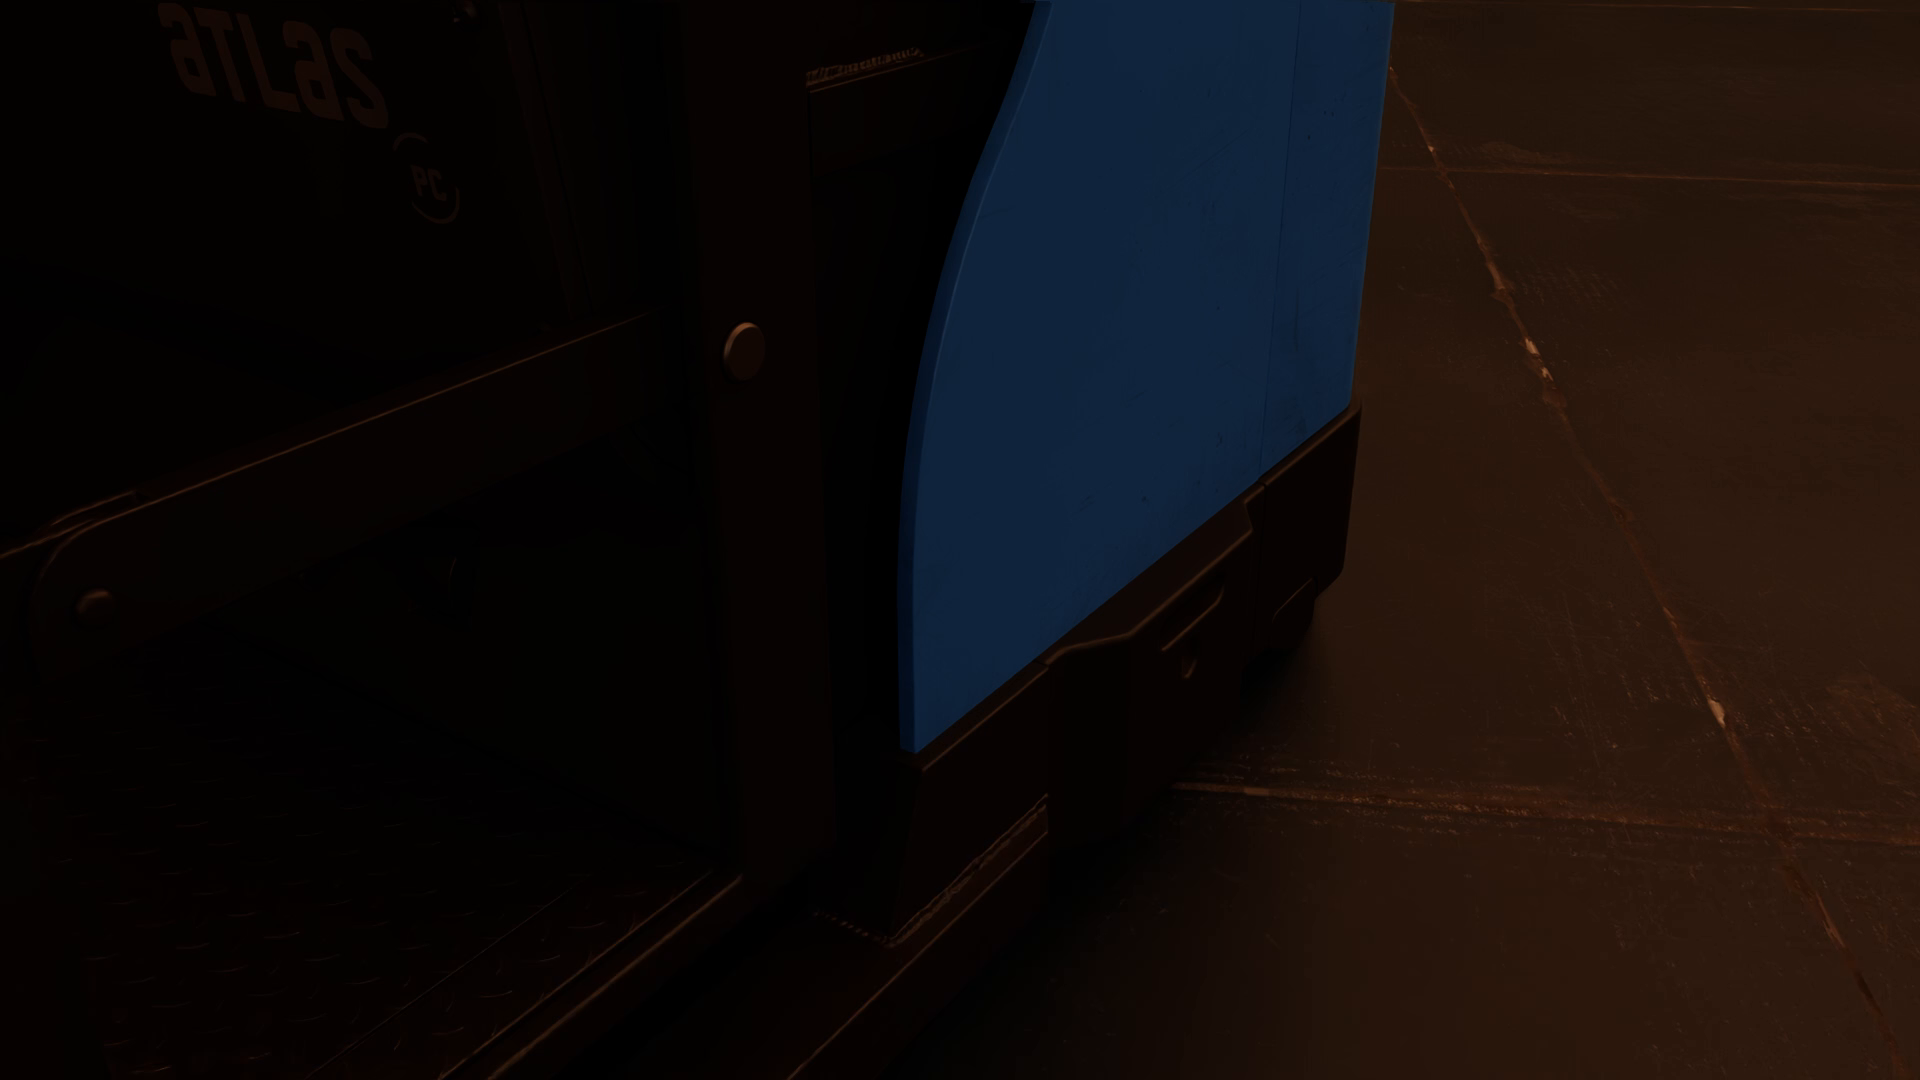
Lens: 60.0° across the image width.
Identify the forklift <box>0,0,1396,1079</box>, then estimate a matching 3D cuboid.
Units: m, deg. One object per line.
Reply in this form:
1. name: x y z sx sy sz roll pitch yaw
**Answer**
1. forklift: -0.717 -0.808 0.836 1.130 2.935 3.031 17 31 30
